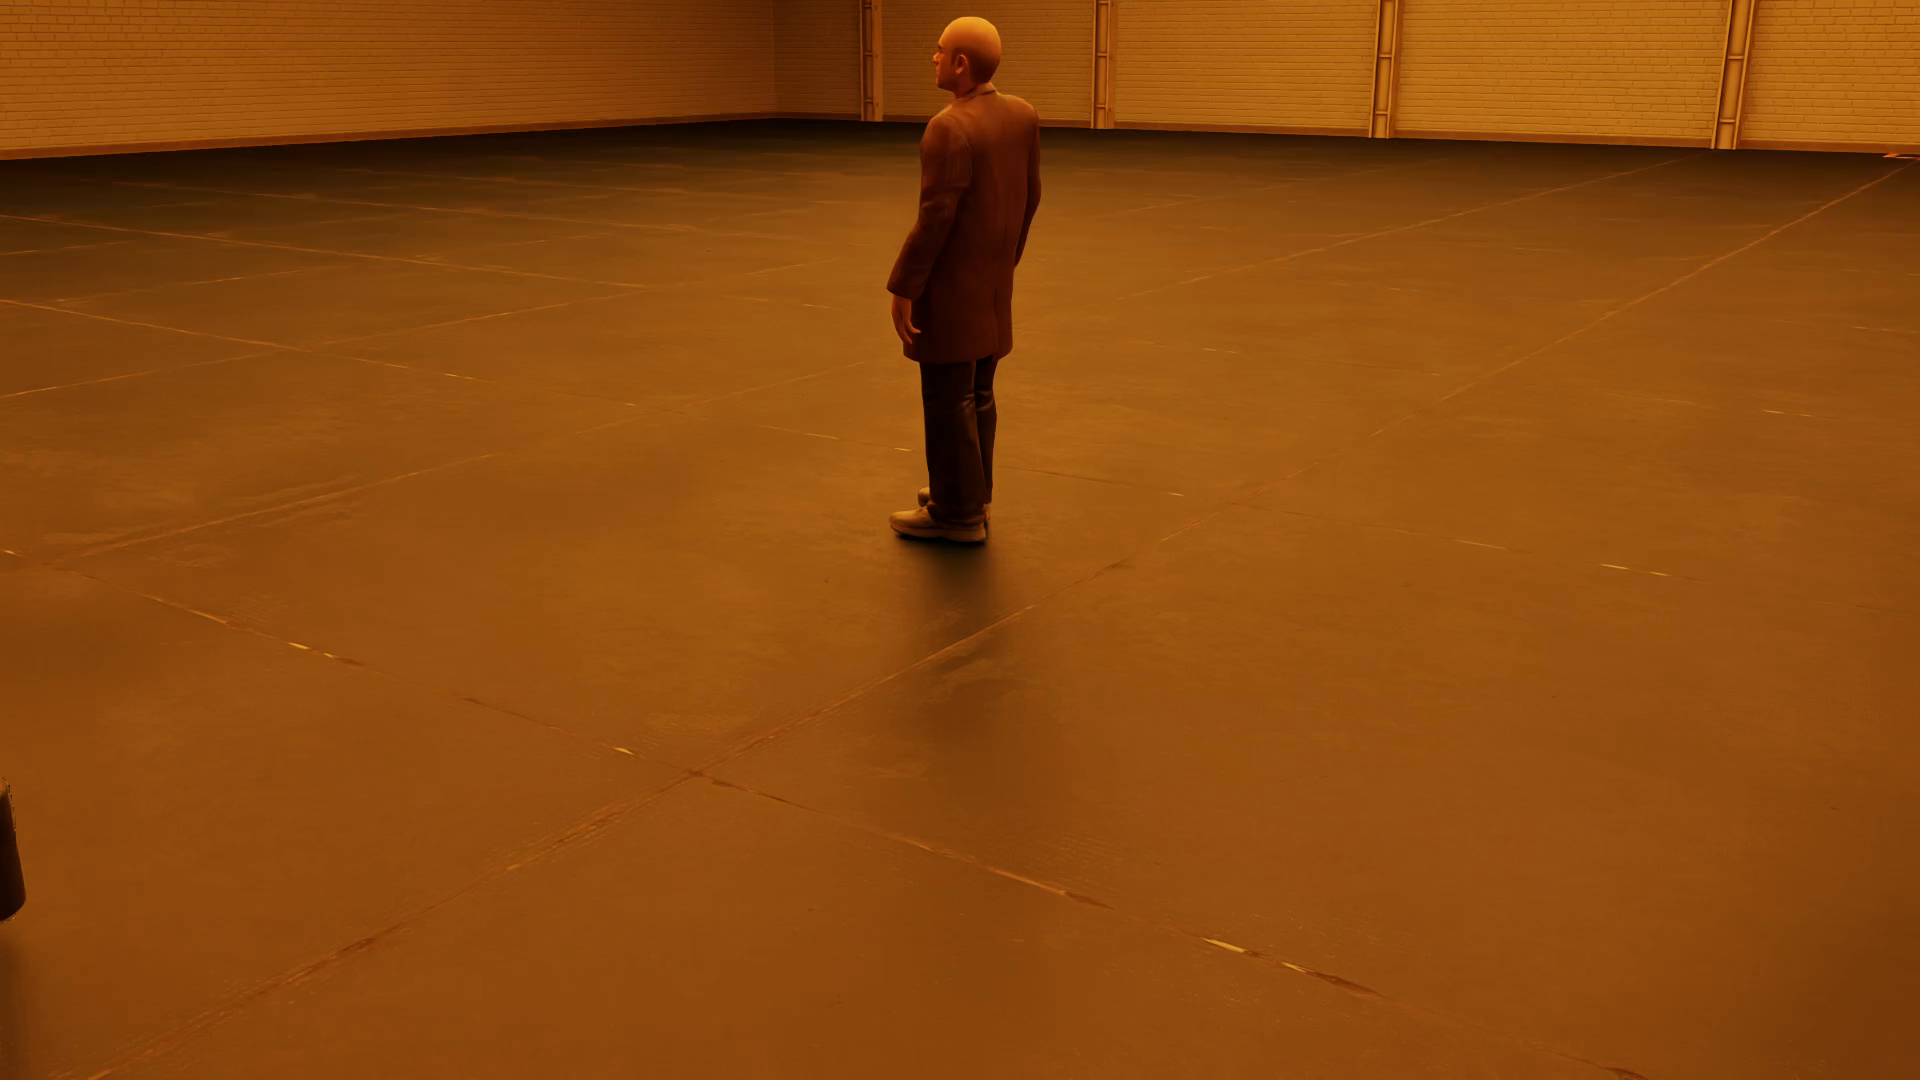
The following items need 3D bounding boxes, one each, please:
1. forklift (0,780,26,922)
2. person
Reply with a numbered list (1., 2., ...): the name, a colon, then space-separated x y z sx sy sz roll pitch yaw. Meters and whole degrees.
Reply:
1. forklift: -3.219 -0.394 2.150 1.130 2.935 3.031 15 22 41
2. person: -0.074 -0.874 5.745 0.579 1.777 0.698 11 20 33
